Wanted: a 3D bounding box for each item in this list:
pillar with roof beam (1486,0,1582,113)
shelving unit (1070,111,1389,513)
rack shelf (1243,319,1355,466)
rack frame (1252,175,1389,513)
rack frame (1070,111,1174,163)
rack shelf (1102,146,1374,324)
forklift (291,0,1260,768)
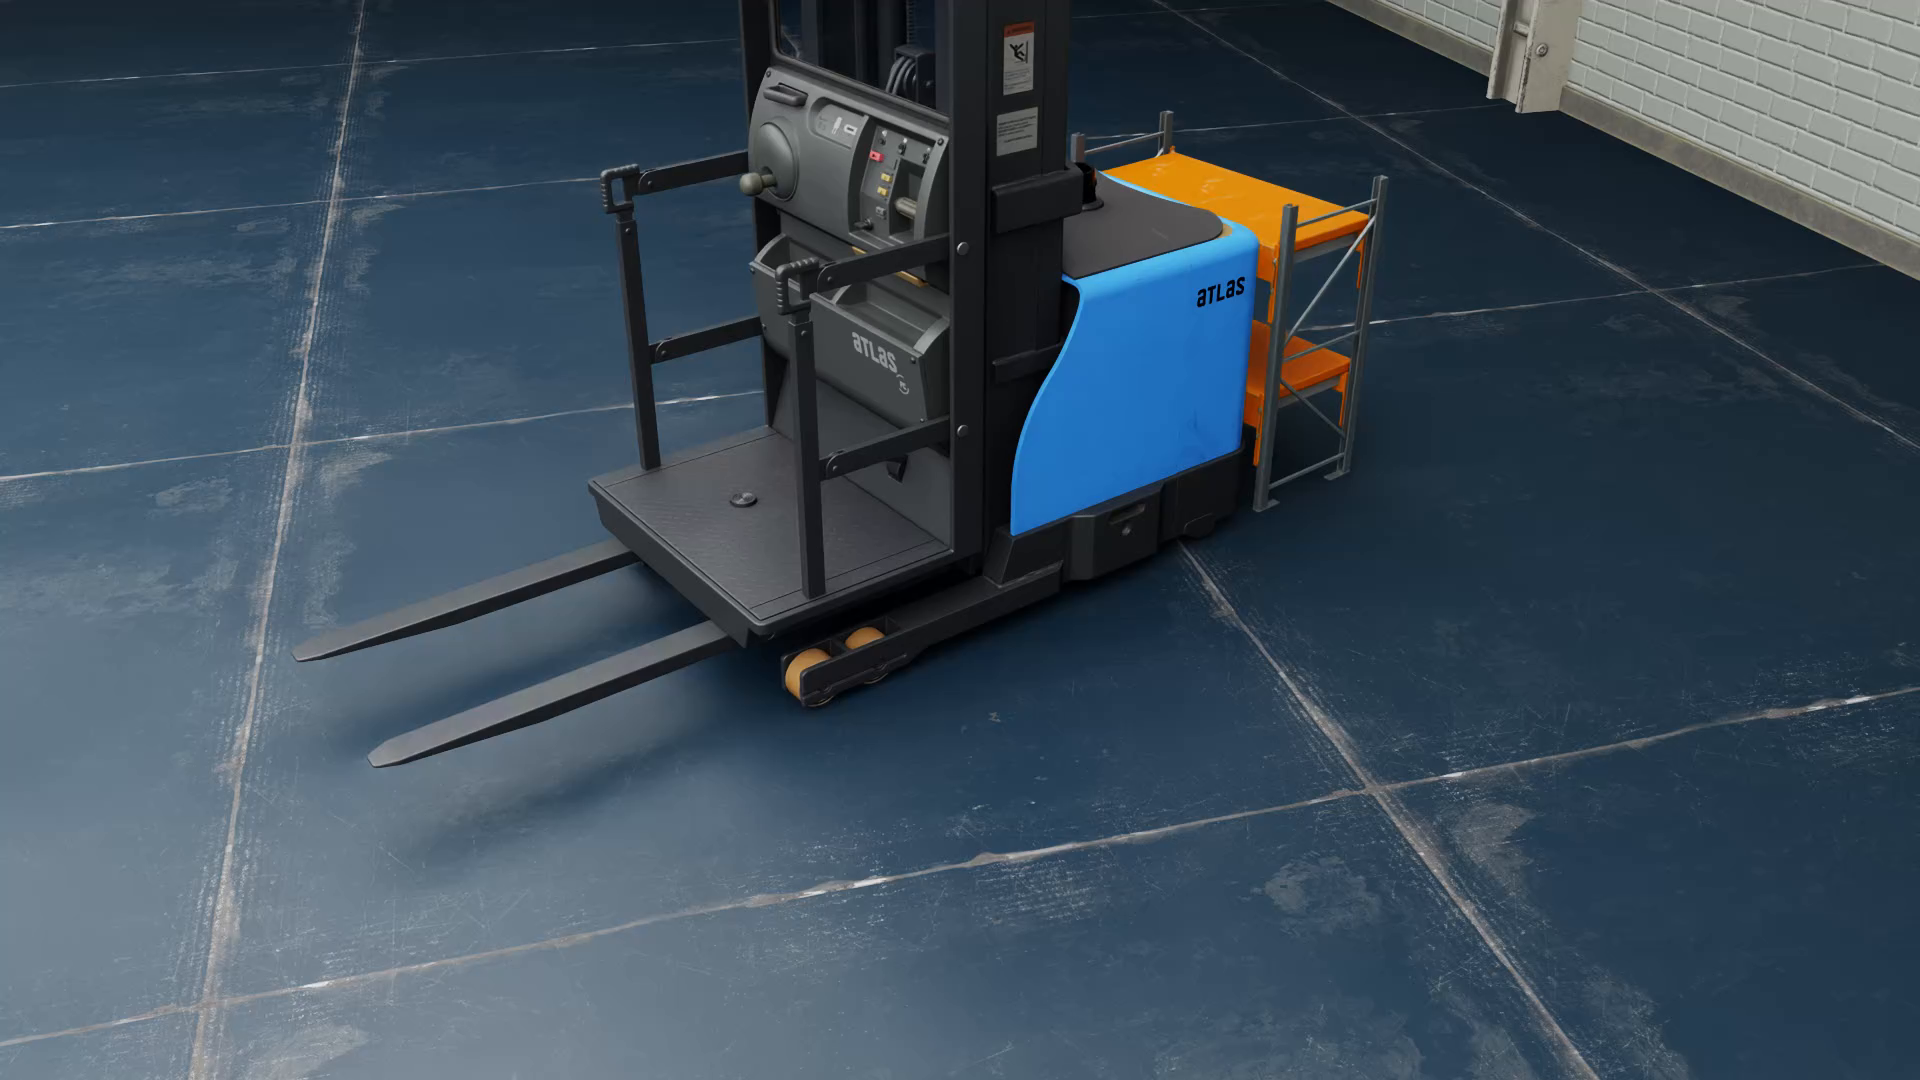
[{"bbox_3d":[-0.579,-6.090,7.288,9.100,9.000,0.400,-8,31,-13],"label":"pillar with roof beam"},{"bbox_3d":[0.928,-0.865,6.122,0.538,1.125,1.048,-22,37,-33],"label":"shelving unit"},{"bbox_3d":[0.928,-0.653,6.244,0.538,0.278,1.000,-22,37,-33],"label":"rack shelf"},{"bbox_3d":[1.247,-0.667,5.779,0.500,1.125,0.032,-22,37,-33],"label":"rack frame"},{"bbox_3d":[0.608,-1.063,6.464,0.500,1.125,0.032,-22,37,-33],"label":"rack frame"},{"bbox_3d":[0.928,-1.118,5.975,0.538,0.278,1.000,-22,37,-33],"label":"rack shelf"},{"bbox_3d":[-0.504,-1.079,4.688,3.031,2.935,1.130,-21,36,-31],"label":"forklift"}]
